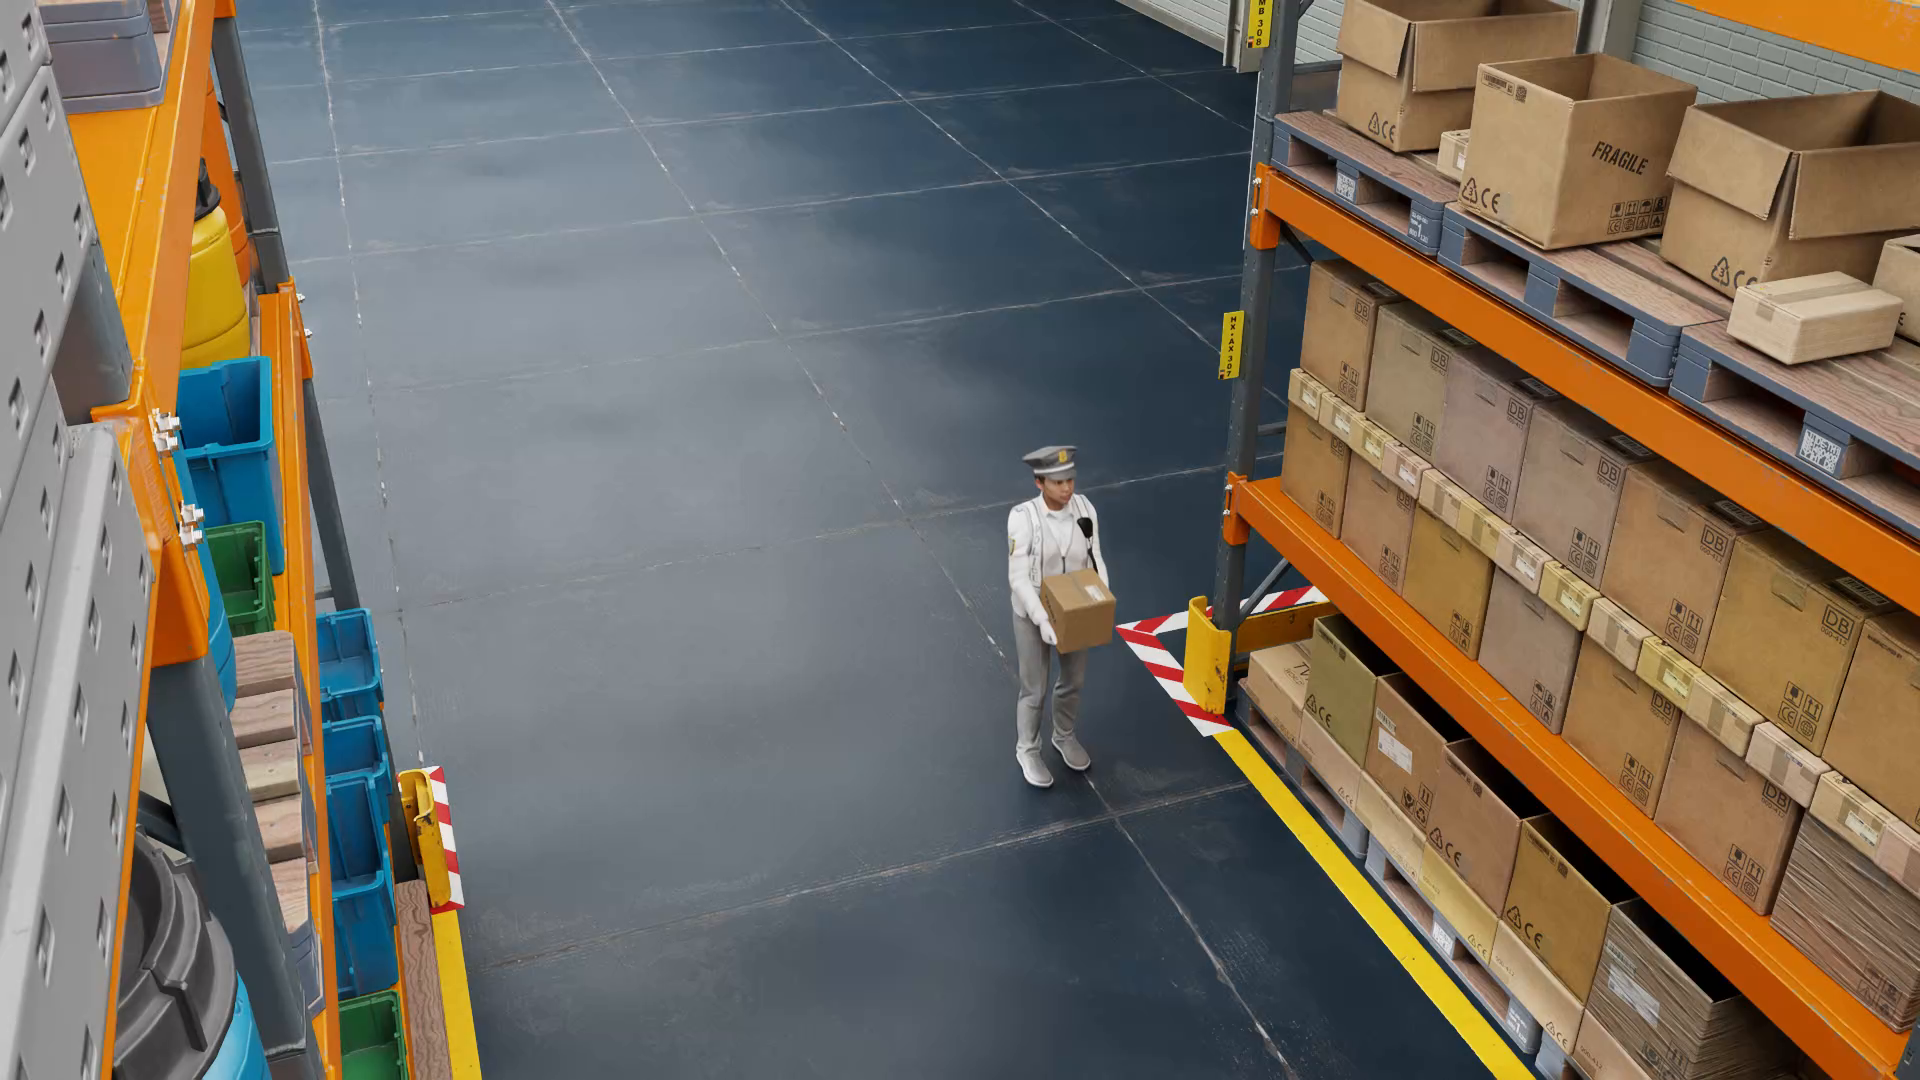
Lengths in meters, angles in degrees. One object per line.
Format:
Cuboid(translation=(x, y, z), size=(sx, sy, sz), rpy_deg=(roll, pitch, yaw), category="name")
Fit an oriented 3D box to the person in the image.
Cuboid(translation=(0.451, 0.365, 7.682), size=(0.459, 1.686, 0.563), rpy_deg=(-11, 32, -19), category="person")
